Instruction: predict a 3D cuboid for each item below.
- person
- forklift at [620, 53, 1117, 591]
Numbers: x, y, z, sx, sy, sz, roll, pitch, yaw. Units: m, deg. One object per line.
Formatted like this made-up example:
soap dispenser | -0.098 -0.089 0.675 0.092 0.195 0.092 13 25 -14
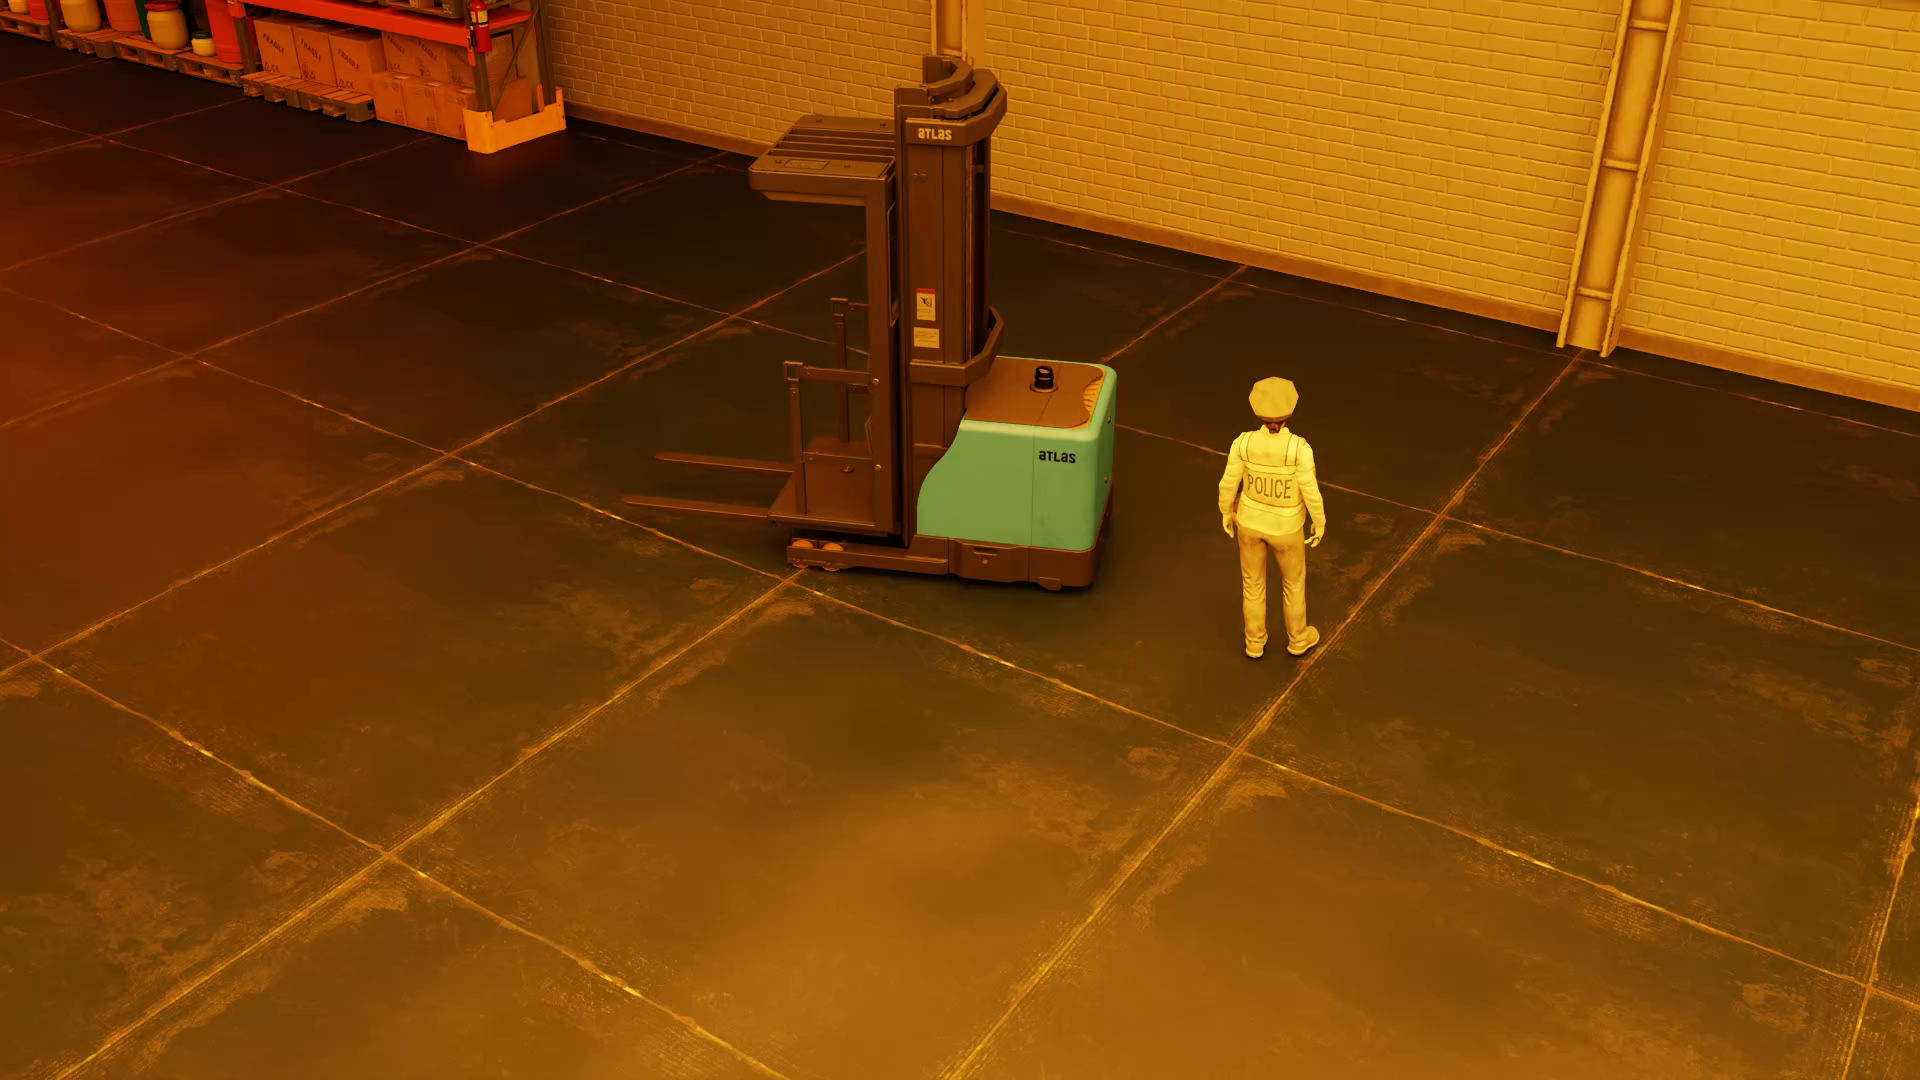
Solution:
person | 1.700 -0.122 9.008 0.588 1.696 0.534 12 32 20
forklift | -0.596 -1.330 9.871 3.031 2.935 1.130 6 31 10
